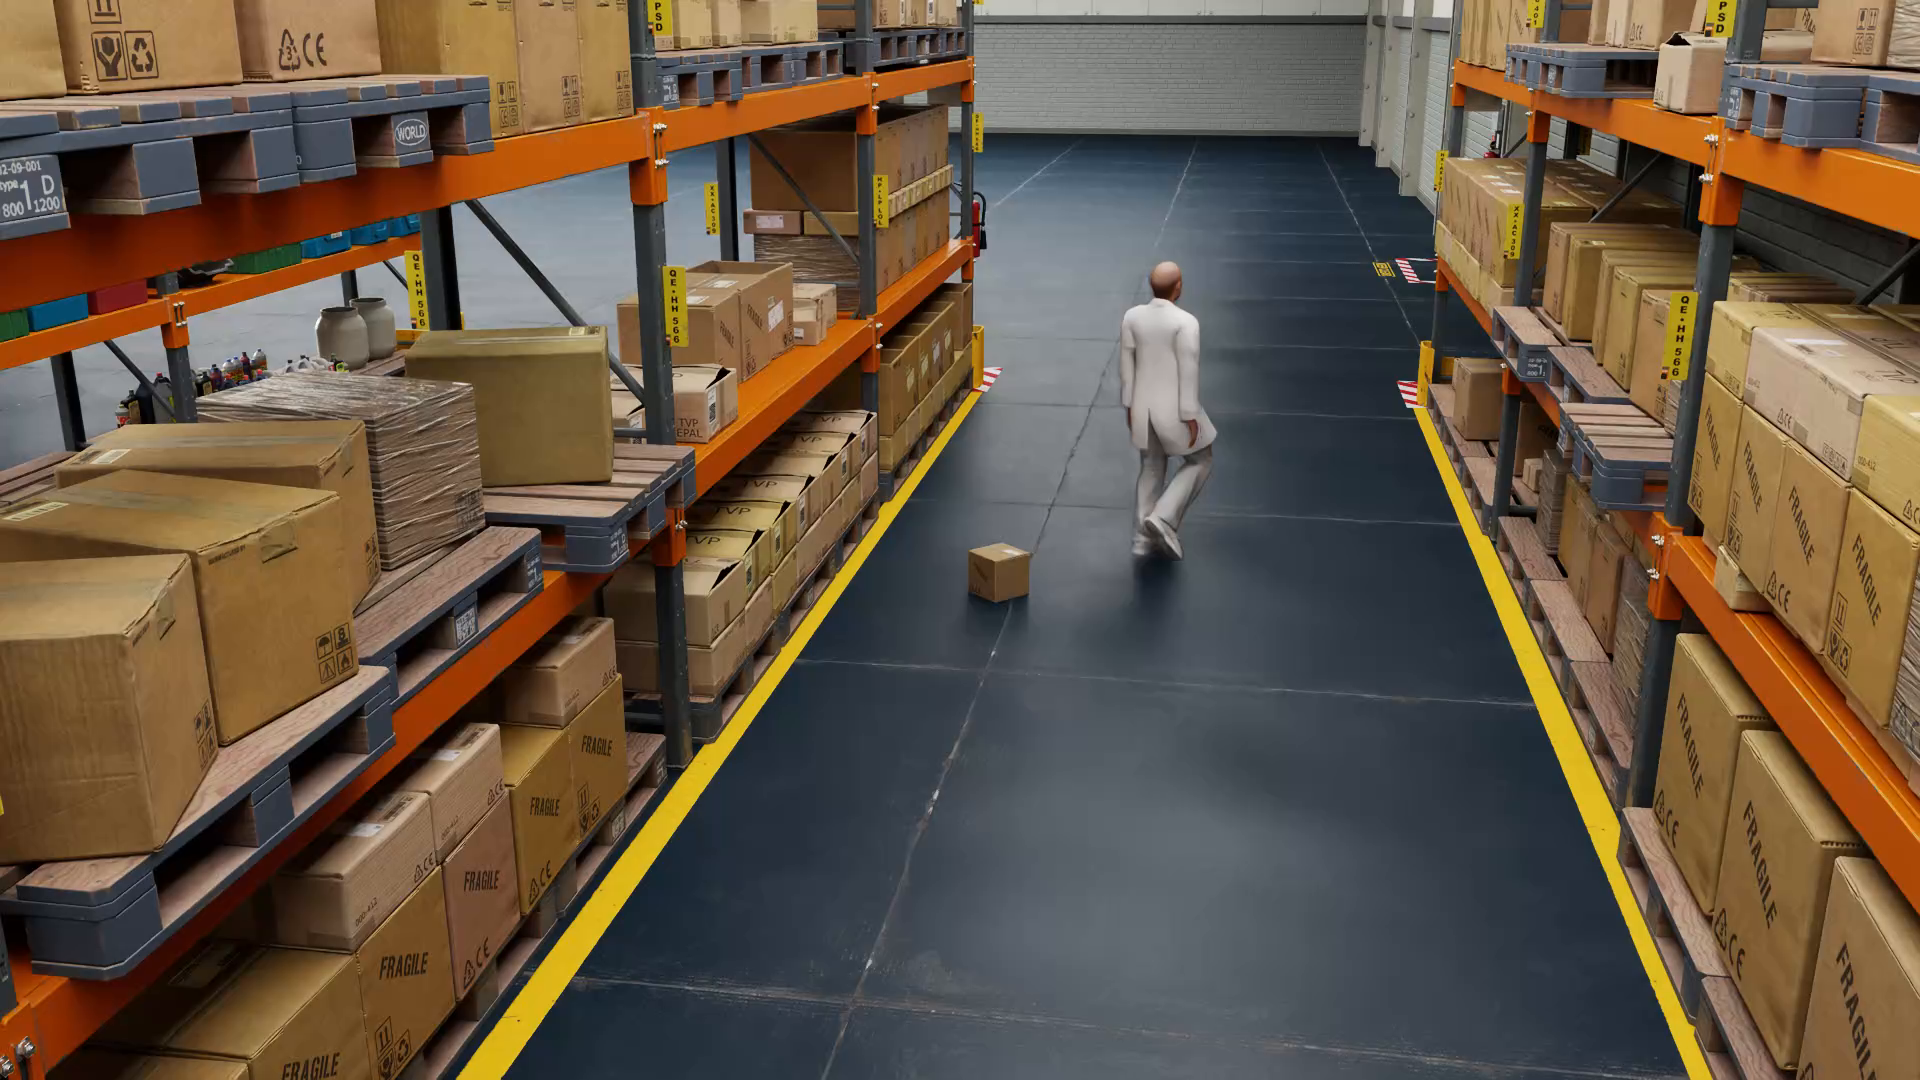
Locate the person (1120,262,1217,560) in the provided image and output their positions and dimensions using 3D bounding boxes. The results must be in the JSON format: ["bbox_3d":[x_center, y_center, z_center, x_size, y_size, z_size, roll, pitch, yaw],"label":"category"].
[{"bbox_3d":[1.234,-0.769,9.916,0.592,1.790,0.499,15,23,39],"label":"person"}]
